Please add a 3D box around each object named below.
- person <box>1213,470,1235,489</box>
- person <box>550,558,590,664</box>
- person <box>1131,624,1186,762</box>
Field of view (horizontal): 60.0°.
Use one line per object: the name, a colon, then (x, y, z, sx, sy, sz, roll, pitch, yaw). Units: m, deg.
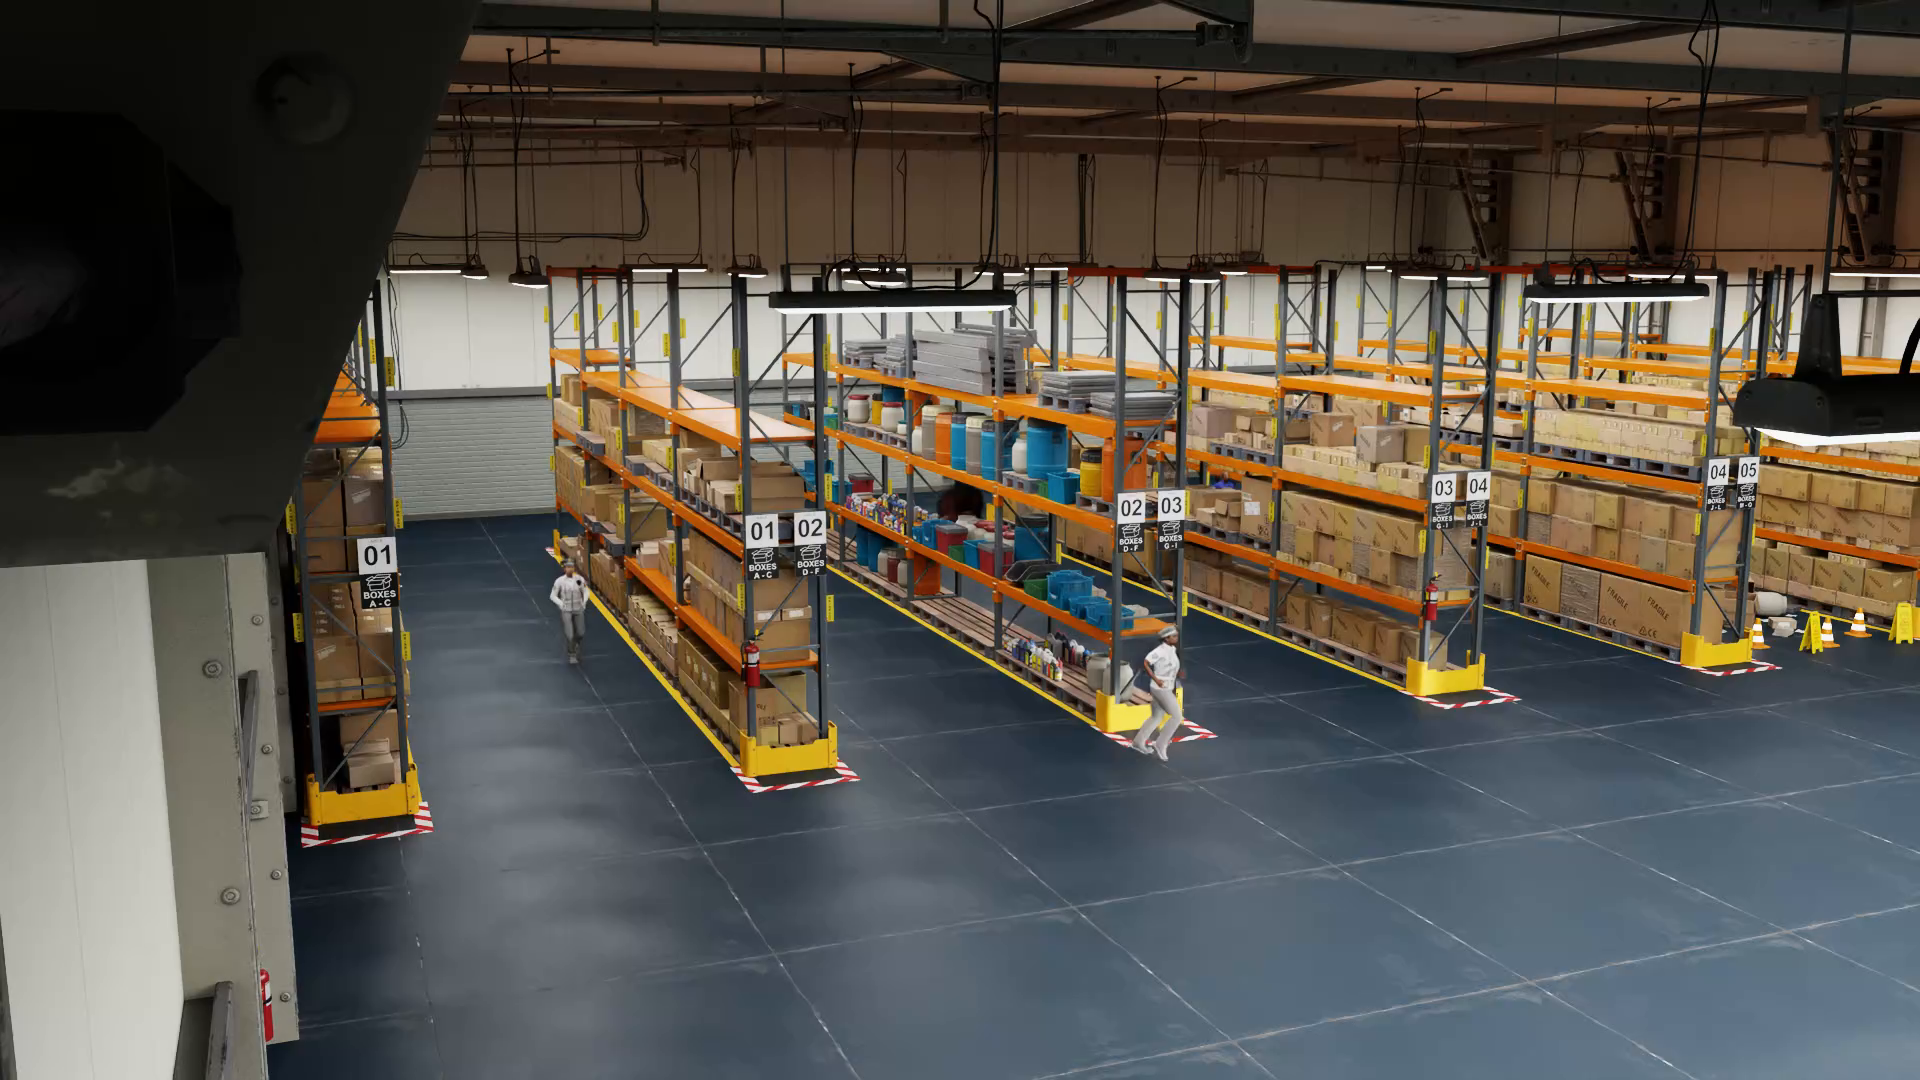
person: (5.731, -0.684, 35.916, 0.565, 1.606, 0.570, -4, 11, -21)
person: (-5.999, 1.082, 25.679, 0.612, 1.648, 0.571, -4, 11, -22)
person: (2.523, 1.904, 20.974, 0.653, 1.721, 0.598, 3, 10, 15)
